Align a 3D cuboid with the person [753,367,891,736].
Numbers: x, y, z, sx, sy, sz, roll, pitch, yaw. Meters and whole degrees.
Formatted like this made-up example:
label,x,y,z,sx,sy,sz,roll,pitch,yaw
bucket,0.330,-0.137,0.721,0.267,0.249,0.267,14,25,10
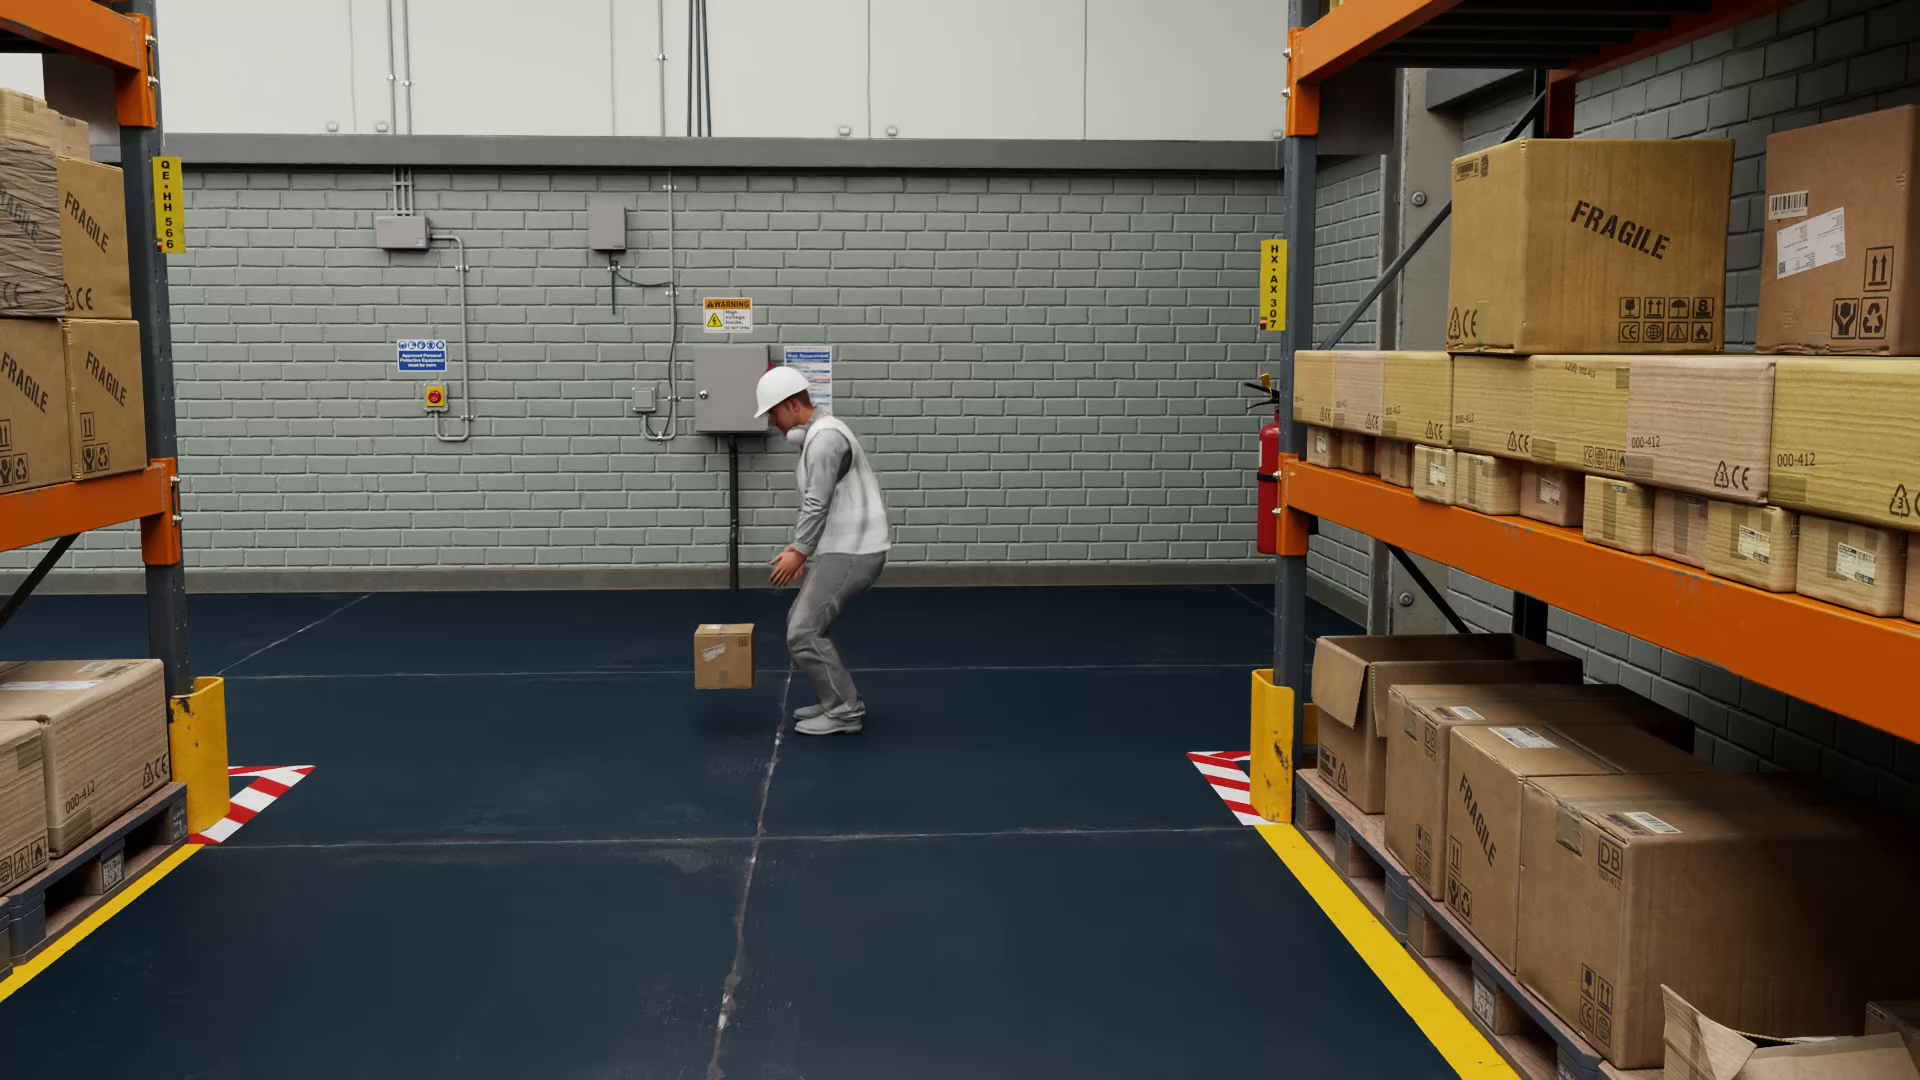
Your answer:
label,x,y,z,sx,sy,sz,roll,pitch,yaw
person,-0.609,0.045,7.411,0.604,1.628,0.581,0,7,-3
